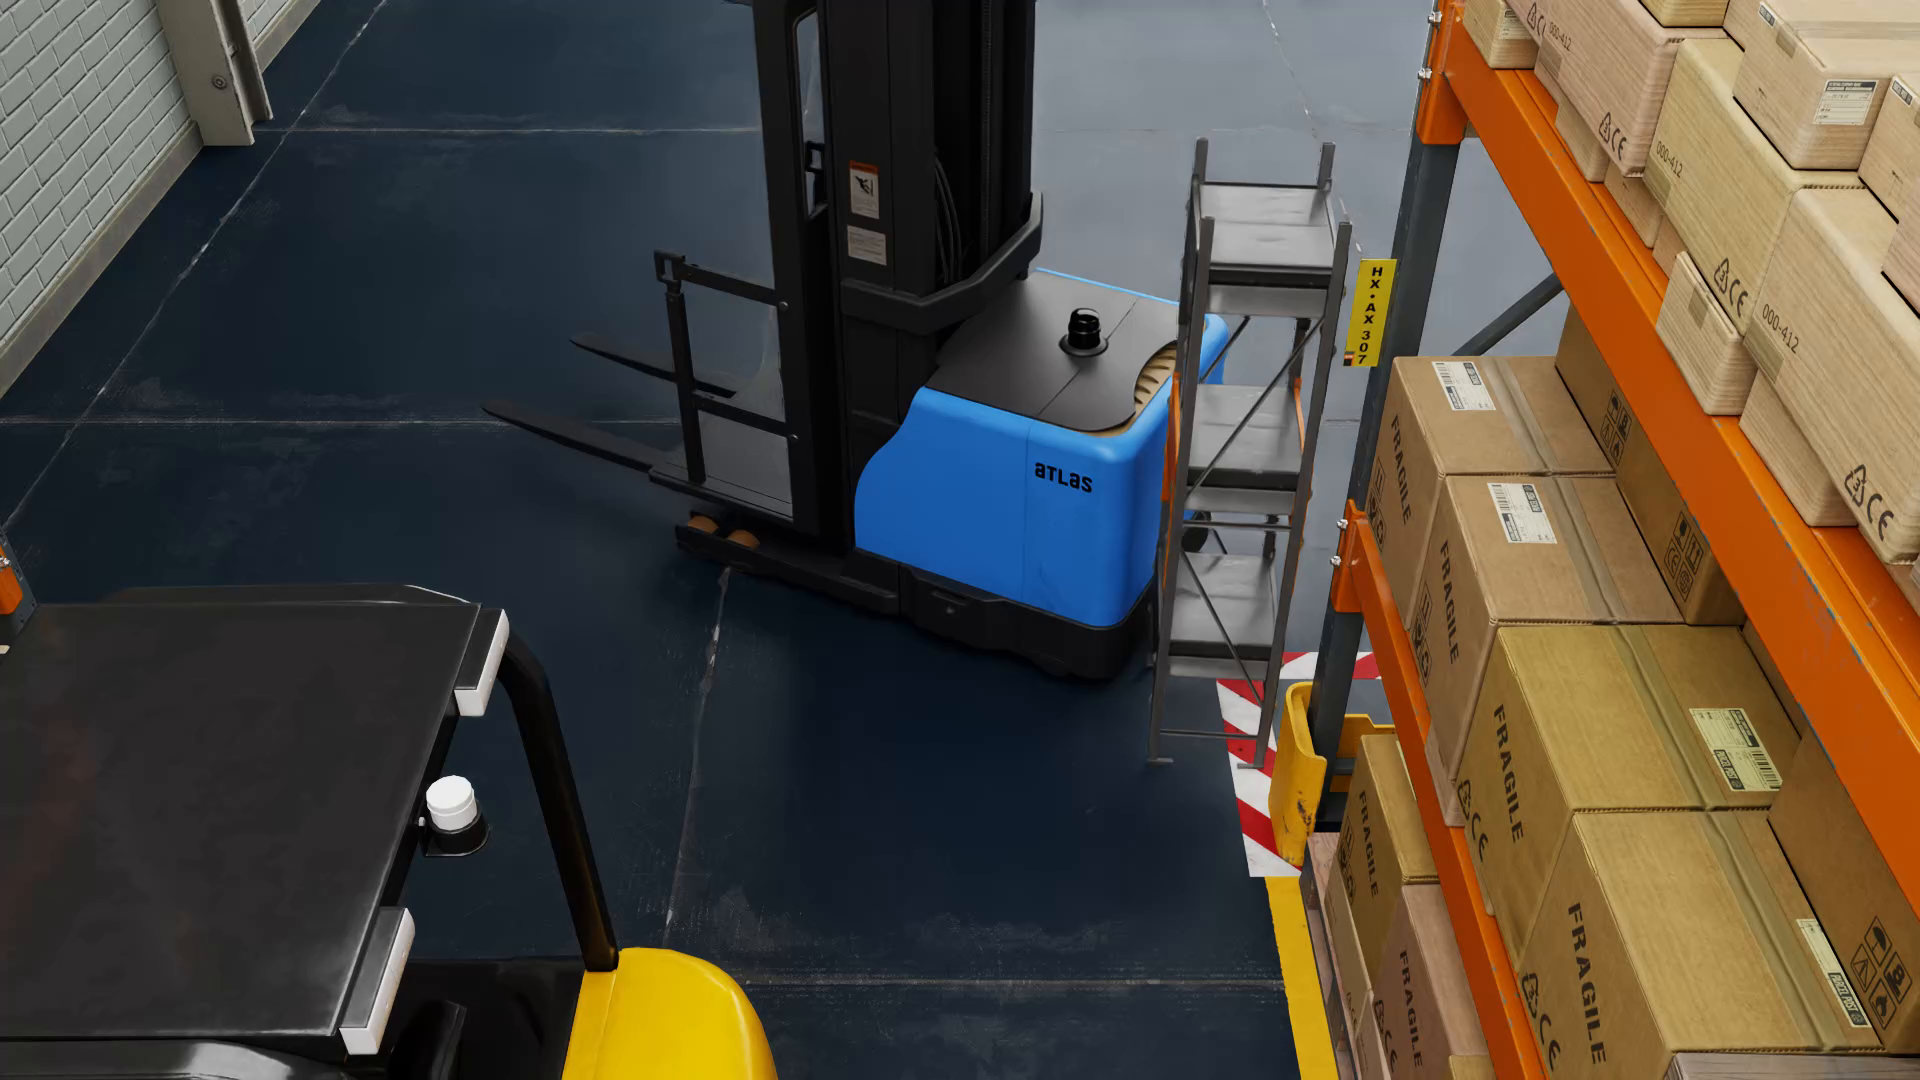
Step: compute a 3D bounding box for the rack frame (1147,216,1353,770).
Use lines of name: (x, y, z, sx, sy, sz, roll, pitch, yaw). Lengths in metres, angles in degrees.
rack frame: (0.851, -0.039, 5.120, 0.400, 2.100, 0.015, 3, 39, 4)

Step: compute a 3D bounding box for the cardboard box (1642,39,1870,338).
cardboard box: (1.380, -0.537, 2.504, 0.500, 0.250, 0.500, 1, 39, 1)

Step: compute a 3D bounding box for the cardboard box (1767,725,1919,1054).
cardboard box: (1.807, 0.460, 2.660, 0.700, 0.500, 0.500, 0, 39, 0)

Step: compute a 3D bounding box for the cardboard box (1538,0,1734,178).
cardboard box: (1.355, -0.860, 2.908, 0.500, 0.250, 0.500, -1, 39, -1)

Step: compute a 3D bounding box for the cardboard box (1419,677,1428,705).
cardboard box: (1.357, 0.373, 4.087, 0.380, 0.149, 0.250, -1, 39, -1)

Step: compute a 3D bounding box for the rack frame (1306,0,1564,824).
rack frame: (1.630, -0.261, 4.677, 1.000, 3.000, 0.127, 0, 39, 0)

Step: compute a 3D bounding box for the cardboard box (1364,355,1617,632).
cardboard box: (1.353, -0.120, 4.183, 0.500, 0.500, 0.500, -1, 39, -1)

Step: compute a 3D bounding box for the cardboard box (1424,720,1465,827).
cardboard box: (1.311, 0.532, 3.889, 0.380, 0.149, 0.250, 1, 39, 1)

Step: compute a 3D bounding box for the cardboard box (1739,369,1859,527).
cardboard box: (1.352, -0.153, 2.345, 0.380, 0.149, 0.250, -1, 39, -1)

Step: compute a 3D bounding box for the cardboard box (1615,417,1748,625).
cardboard box: (1.842, -0.171, 3.447, 0.700, 0.500, 0.500, 0, 39, 0)

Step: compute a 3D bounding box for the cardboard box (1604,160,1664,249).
cardboard box: (1.386, -0.641, 2.954, 0.380, 0.149, 0.250, 0, 39, 0)

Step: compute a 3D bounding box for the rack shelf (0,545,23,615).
rack shelf: (-3.331, 1.276, 3.334, 1.077, 0.370, 4.000, 0, 39, 0)

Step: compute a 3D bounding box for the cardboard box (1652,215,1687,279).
cardboard box: (1.391, -0.475, 2.747, 0.380, 0.149, 0.250, -1, 39, -1)

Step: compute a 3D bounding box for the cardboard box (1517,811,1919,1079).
cardboard box: (1.367, 0.841, 2.985, 0.500, 0.500, 0.500, -1, 39, -1)

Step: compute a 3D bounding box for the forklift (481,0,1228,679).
forklift: (-0.556, -1.289, 6.015, 3.031, 2.935, 1.130, 18, 42, 21)

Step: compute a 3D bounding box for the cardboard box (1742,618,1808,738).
cardboard box: (1.945, 0.148, 3.049, 0.700, 0.500, 0.500, 0, 39, -1)

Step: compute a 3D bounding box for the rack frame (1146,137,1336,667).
rack frame: (0.891, -0.344, 5.500, 0.400, 2.100, 0.015, 3, 39, 4)

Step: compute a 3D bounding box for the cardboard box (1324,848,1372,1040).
cardboard box: (1.354, 1.152, 4.776, 0.500, 0.250, 0.500, 0, 39, 0)

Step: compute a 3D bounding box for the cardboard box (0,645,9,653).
cardboard box: (-3.021, 0.551, 4.727, 0.500, 0.250, 0.500, 1, 39, 1)

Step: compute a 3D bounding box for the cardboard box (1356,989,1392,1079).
cardboard box: (1.347, 1.472, 4.378, 0.500, 0.250, 0.500, 1, 39, 2)

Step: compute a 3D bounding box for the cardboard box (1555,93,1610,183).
cardboard box: (1.361, -0.796, 3.147, 0.380, 0.149, 0.250, 1, 39, 1)

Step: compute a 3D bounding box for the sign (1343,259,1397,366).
sign: (1.087, -0.599, 4.406, 0.100, 0.325, 0.005, 0, 39, 0)

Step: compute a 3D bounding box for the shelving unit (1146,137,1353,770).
shelving unit: (0.871, -0.192, 5.310, 0.431, 2.100, 0.503, 3, 39, 4)

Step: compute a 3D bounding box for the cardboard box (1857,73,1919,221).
cardboard box: (1.397, -0.471, 2.104, 0.380, 0.149, 0.250, 1, 39, 1)

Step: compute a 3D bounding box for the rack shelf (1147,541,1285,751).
rack shelf: (0.871, 0.365, 5.756, 0.431, 0.518, 0.480, 3, 39, 4)

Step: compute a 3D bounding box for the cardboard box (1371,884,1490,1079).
cardboard box: (1.360, 1.202, 4.115, 0.500, 0.500, 0.500, -1, 39, -2)

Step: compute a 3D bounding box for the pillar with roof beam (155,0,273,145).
pillar with roof beam: (0.064, -5.916, 6.936, 9.100, 9.000, 0.400, 0, 39, 0)

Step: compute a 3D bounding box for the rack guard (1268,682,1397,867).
rack guard: (1.630, 0.762, 5.400, 1.175, 0.500, 0.348, 0, 39, 0)

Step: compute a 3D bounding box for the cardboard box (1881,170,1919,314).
cardboard box: (1.319, -0.311, 1.904, 0.380, 0.149, 0.250, 0, 39, 1)

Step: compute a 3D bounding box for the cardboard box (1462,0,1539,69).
cardboard box: (1.306, -1.126, 3.559, 0.380, 0.149, 0.250, 0, 39, 0)

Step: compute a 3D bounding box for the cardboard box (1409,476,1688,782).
cardboard box: (1.357, 0.204, 3.779, 0.500, 0.500, 0.500, 1, 39, 1)

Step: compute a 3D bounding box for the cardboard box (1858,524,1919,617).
cardboard box: (1.423, 0.004, 2.149, 0.380, 0.149, 0.250, 0, 39, 0)

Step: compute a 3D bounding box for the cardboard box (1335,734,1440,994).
cardboard box: (1.355, 0.875, 4.523, 0.500, 0.500, 0.500, -1, 39, -2)

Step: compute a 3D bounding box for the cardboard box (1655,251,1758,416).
cardboard box: (1.311, -0.318, 2.551, 0.380, 0.149, 0.250, 0, 39, 0)

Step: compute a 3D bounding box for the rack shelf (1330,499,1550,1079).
rack shelf: (1.632, 1.270, 3.342, 1.077, 0.370, 4.000, 0, 39, 0)

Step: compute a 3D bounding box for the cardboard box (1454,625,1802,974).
cardboard box: (1.359, 0.523, 3.381, 0.500, 0.500, 0.500, -1, 39, -1)

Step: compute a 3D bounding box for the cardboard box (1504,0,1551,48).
cardboard box: (1.364, -1.175, 3.301, 0.500, 0.250, 0.500, -1, 39, -1)

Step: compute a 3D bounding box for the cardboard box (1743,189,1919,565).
cardboard box: (1.361, -0.216, 2.105, 0.500, 0.250, 0.500, 1, 39, 1)

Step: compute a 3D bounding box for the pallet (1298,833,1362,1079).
pallet: (1.596, 1.382, 4.856, 1.003, 0.211, 1.213, 0, 39, 0)

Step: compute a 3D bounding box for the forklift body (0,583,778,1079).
forklift body: (-1.507, 1.260, 3.457, 2.313, 2.155, 1.214, 0, 39, 0)

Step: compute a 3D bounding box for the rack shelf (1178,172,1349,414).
rack shelf: (0.871, -0.727, 4.881, 0.431, 0.518, 0.480, 3, 39, 4)

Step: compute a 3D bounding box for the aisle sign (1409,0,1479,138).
aisle sign: (1.320, -1.314, 3.913, 0.394, 0.787, 0.004, 0, 39, 0)

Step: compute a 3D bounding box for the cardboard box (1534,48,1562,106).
cardboard box: (1.395, -0.962, 3.354, 0.380, 0.149, 0.250, -1, 39, -1)

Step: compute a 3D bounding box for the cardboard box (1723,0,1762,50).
cardboard box: (1.403, -0.797, 2.510, 0.380, 0.149, 0.250, 0, 39, 0)

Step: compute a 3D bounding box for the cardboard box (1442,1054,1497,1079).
cardboard box: (1.352, 1.515, 3.724, 0.500, 0.500, 0.500, 1, 39, 1)

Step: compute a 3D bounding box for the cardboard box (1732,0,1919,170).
cardboard box: (1.322, -0.633, 2.306, 0.380, 0.149, 0.250, 1, 39, 1)

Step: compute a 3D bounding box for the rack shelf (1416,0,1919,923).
rack shelf: (1.632, 0.100, 2.404, 1.077, 0.370, 4.000, 0, 39, 0)

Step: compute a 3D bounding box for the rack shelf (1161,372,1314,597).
rack shelf: (0.871, -0.181, 5.318, 0.431, 0.518, 0.480, 3, 39, 4)

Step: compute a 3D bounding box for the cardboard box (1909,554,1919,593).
cardboard box: (1.377, 0.101, 1.708, 0.500, 0.250, 0.500, -1, 39, -1)

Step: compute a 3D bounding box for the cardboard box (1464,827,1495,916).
cardboard box: (1.345, 0.694, 3.687, 0.380, 0.149, 0.250, 1, 39, 1)

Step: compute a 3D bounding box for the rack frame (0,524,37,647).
rack frame: (-3.334, -0.255, 4.670, 1.000, 3.000, 0.127, 0, 39, 0)

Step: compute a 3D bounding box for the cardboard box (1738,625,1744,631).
cardboard box: (1.902, 0.236, 3.739, 0.500, 0.500, 0.500, 0, 39, 0)

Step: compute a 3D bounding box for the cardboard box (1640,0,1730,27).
cardboard box: (1.307, -0.952, 2.703, 0.380, 0.149, 0.250, 0, 39, 0)

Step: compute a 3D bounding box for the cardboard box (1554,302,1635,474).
cardboard box: (1.849, -0.487, 3.842, 0.700, 0.500, 0.500, -1, 39, -1)

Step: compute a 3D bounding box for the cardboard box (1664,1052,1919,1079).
cardboard box: (1.373, 1.161, 2.585, 0.500, 0.500, 0.500, 1, 39, 1)
